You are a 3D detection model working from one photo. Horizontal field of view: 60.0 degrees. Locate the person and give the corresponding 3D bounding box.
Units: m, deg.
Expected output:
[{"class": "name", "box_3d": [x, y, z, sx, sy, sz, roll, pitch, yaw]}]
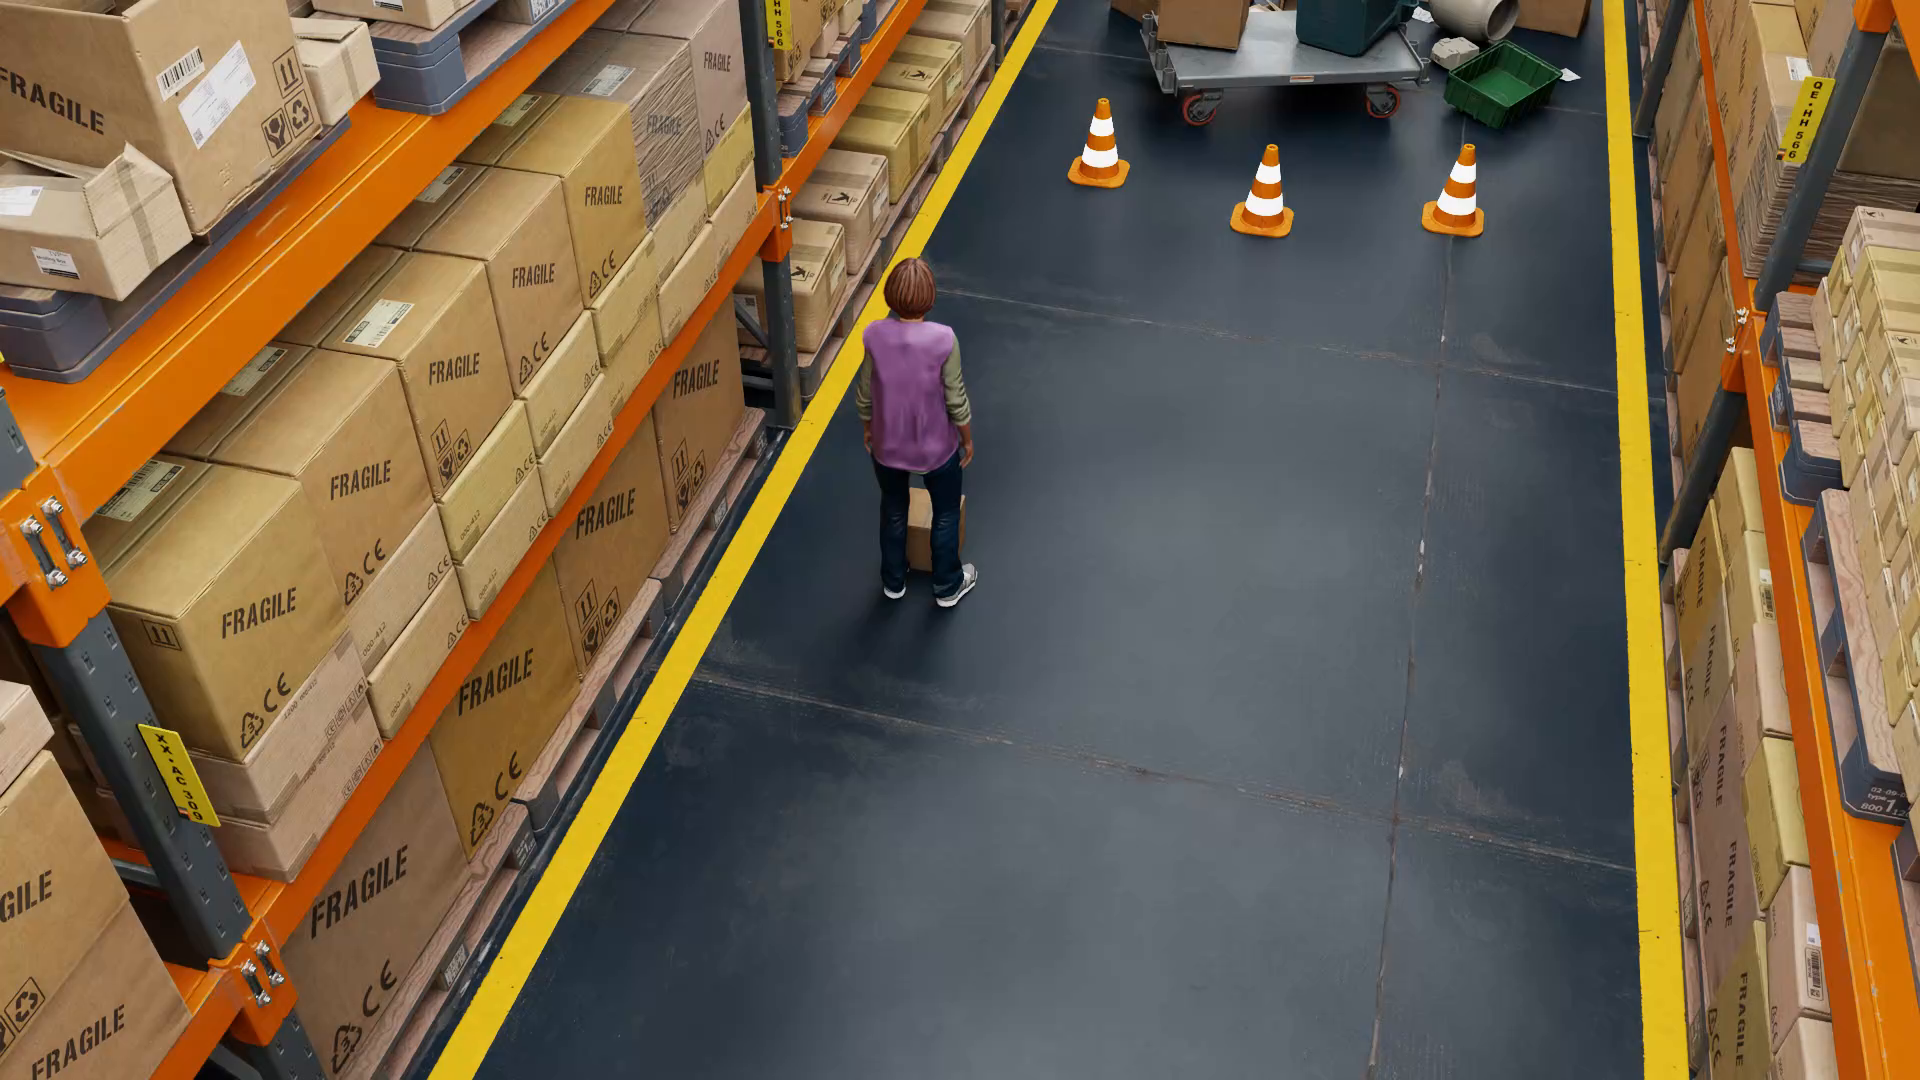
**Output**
[{"class": "person", "box_3d": [-0.177, -0.384, 6.601, 0.462, 1.591, 0.343, 9, 42, 10]}]
